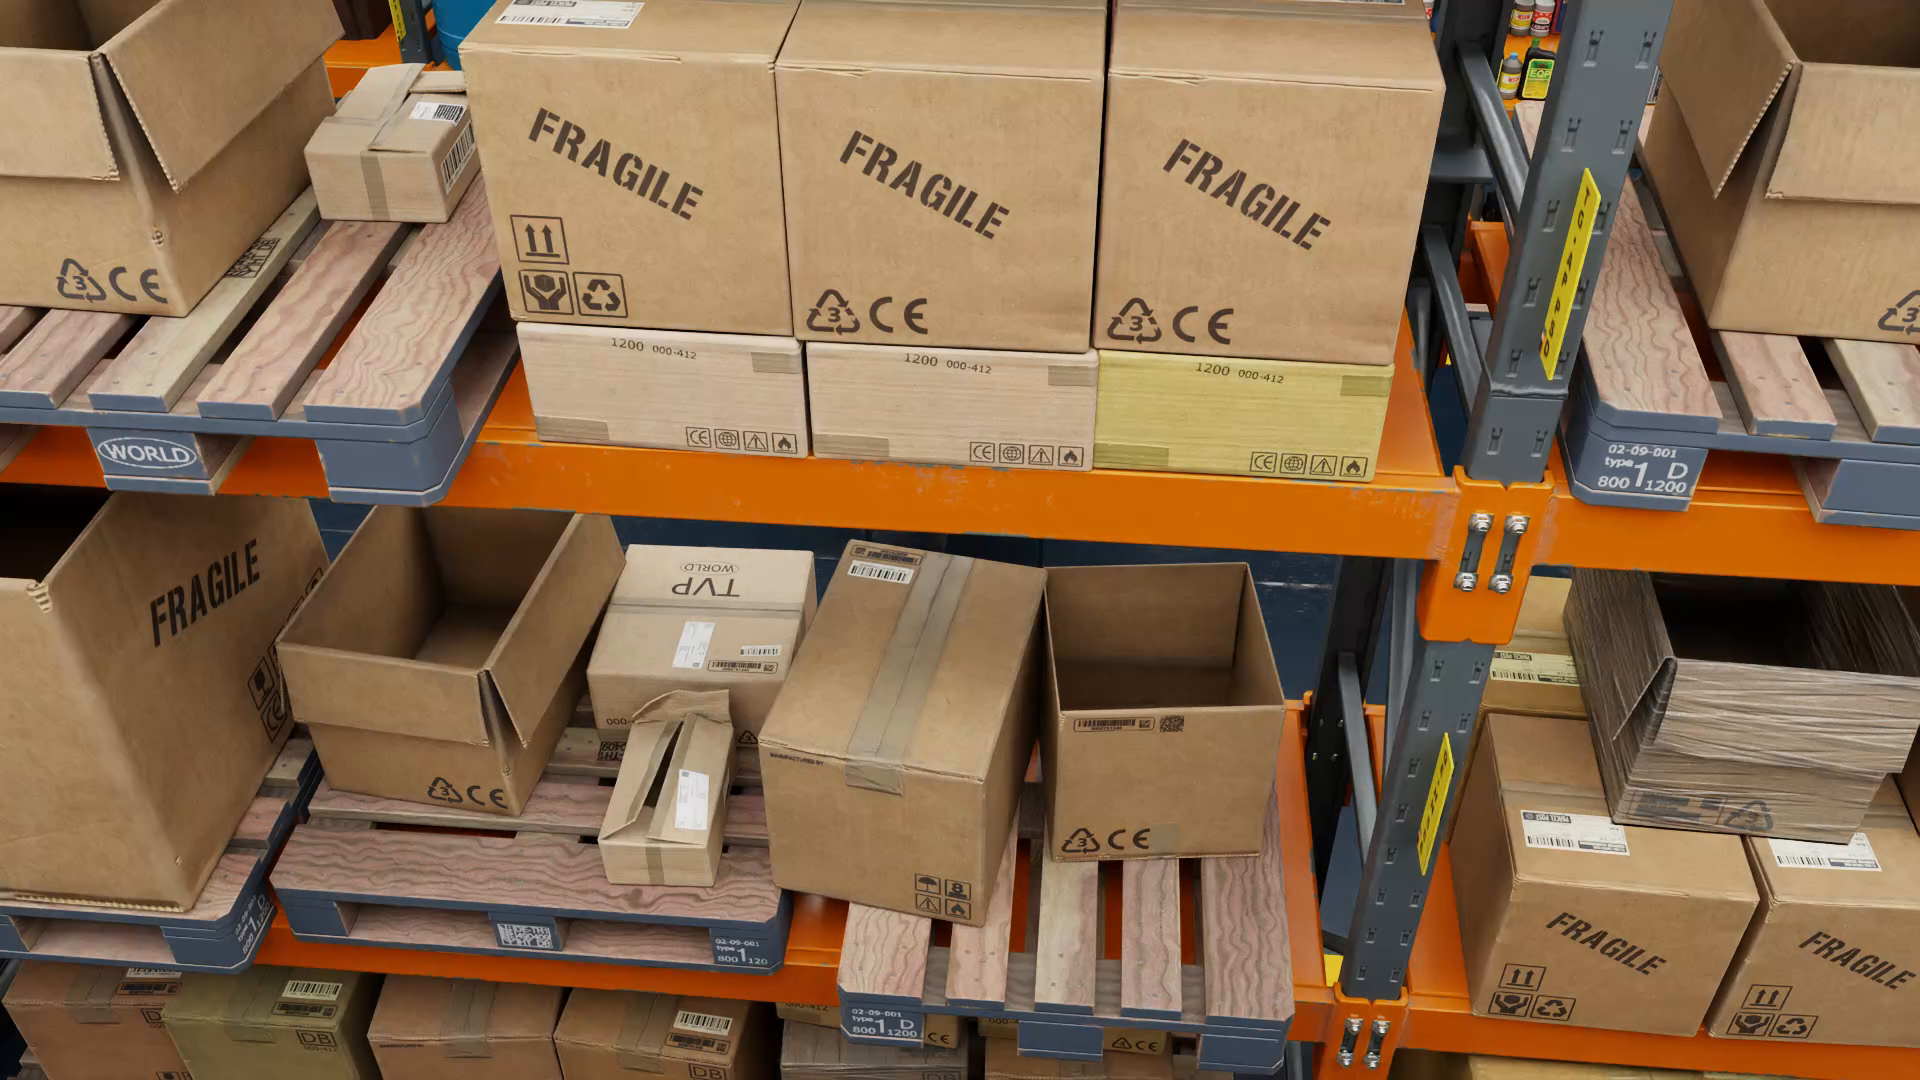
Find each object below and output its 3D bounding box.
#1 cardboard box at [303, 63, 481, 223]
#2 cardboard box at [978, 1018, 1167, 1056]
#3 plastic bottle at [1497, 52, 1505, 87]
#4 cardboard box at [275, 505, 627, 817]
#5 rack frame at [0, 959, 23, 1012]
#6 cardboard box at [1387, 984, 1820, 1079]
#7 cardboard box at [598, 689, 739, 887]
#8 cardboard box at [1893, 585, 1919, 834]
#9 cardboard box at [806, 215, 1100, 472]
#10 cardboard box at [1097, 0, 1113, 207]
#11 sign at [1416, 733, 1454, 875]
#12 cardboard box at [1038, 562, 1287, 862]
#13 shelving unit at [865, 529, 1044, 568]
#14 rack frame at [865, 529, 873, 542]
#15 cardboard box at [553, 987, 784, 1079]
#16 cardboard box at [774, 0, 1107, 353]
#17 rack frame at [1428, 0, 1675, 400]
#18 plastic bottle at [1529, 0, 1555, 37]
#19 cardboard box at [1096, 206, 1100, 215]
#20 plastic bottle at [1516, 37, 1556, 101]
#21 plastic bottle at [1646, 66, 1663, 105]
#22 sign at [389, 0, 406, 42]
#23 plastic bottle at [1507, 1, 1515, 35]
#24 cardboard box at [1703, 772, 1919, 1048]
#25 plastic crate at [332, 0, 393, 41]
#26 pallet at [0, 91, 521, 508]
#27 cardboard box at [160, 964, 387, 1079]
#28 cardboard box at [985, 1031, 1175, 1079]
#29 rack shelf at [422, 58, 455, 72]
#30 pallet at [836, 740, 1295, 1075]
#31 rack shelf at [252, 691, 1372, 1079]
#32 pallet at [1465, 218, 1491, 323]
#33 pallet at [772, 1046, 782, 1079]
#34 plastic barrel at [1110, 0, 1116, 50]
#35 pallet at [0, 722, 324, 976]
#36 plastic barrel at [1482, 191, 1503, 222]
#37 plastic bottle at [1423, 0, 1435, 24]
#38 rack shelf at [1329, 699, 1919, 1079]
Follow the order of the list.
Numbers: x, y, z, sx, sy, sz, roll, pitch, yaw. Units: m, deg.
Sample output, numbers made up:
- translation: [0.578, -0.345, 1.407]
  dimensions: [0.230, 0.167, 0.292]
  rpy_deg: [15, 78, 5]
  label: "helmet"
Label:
- translation: [-1.112, -0.803, 3.336]
  dimensions: [0.250, 0.166, 0.380]
  rpy_deg: [2, 39, 3]
  label: "cardboard box"
- translation: [0.326, 1.102, 4.558]
  dimensions: [0.500, 0.250, 0.500]
  rpy_deg: [5, 39, 6]
  label: "cardboard box"
- translation: [2.417, -2.170, 7.632]
  dimensions: [0.133, 0.283, 0.061]
  rpy_deg: [3, 39, 4]
  label: "plastic bottle"
- translation: [-1.254, 0.227, 4.180]
  dimensions: [0.637, 0.503, 0.797]
  rpy_deg: [7, 40, 8]
  label: "cardboard box"
- translation: [-2.989, 0.394, 4.390]
  dimensions: [0.127, 3.000, 1.000]
  rpy_deg: [3, 39, 4]
  label: "rack frame"
- translation: [1.682, 1.323, 4.598]
  dimensions: [0.875, 0.875, 1.225]
  rpy_deg: [1, 39, 2]
  label: "cardboard box"
- translation: [-0.688, 0.580, 3.935]
  dimensions: [0.258, 0.266, 0.396]
  rpy_deg: [2, 39, 3]
  label: "cardboard box"
- translation: [2.372, 0.271, 3.667]
  dimensions: [0.637, 0.503, 0.797]
  rpy_deg: [4, 39, 5]
  label: "cardboard box"
- translation: [0.006, -0.384, 3.088]
  dimensions: [0.500, 0.250, 0.500]
  rpy_deg: [3, 39, 4]
  label: "cardboard box"
- translation: [0.045, -1.002, 3.253]
  dimensions: [0.500, 0.500, 0.500]
  rpy_deg: [3, 39, 4]
  label: "cardboard box"
- translation: [0.959, 0.535, 3.362]
  dimensions: [0.005, 0.325, 0.100]
  rpy_deg: [3, 39, 4]
  label: "sign"
- translation: [0.455, 0.406, 3.964]
  dimensions: [0.500, 0.500, 0.500]
  rpy_deg: [-1, 39, -2]
  label: "cardboard box"
- translation: [-0.007, -0.582, 6.777]
  dimensions: [0.755, 1.500, 0.431]
  rpy_deg: [3, 39, 4]
  label: "shelving unit"
- translation: [-0.371, -0.602, 6.801]
  dimensions: [0.023, 1.500, 0.400]
  rpy_deg: [3, 39, 4]
  label: "rack frame"
- translation: [-0.792, 1.338, 4.862]
  dimensions: [0.500, 0.500, 0.700]
  rpy_deg: [6, 40, 8]
  label: "cardboard box"
- translation: [-0.012, -0.674, 2.851]
  dimensions: [0.500, 0.500, 0.500]
  rpy_deg: [3, 39, 4]
  label: "cardboard box"
- translation: [0.996, -1.715, 2.229]
  dimensions: [0.127, 3.000, 1.000]
  rpy_deg: [3, 39, 4]
  label: "rack frame"
- translation: [2.886, -2.605, 8.232]
  dimensions: [0.097, 0.201, 0.097]
  rpy_deg: [0, 39, 0]
  label: "plastic bottle"
- translation: [0.039, -0.708, 3.486]
  dimensions: [0.500, 0.250, 0.500]
  rpy_deg: [4, 39, 5]
  label: "cardboard box"
- translation: [2.647, -2.158, 7.617]
  dimensions: [0.133, 0.283, 0.061]
  rpy_deg: [3, 39, 4]
  label: "plastic bottle"
- translation: [3.209, -2.153, 7.617]
  dimensions: [0.135, 0.276, 0.152]
  rpy_deg: [3, 39, 4]
  label: "plastic bottle"
- translation: [-2.620, -2.483, 7.705]
  dimensions: [0.005, 0.325, 0.100]
  rpy_deg: [3, 39, 4]
  label: "sign"
- translation: [2.692, -2.616, 8.245]
  dimensions: [0.097, 0.201, 0.097]
  rpy_deg: [0, 39, 0]
  label: "plastic bottle"
- translation: [1.971, 0.797, 3.816]
  dimensions: [0.500, 0.500, 0.500]
  rpy_deg: [2, 39, 3]
  label: "cardboard box"
- translation: [-3.072, -2.806, 8.370]
  dimensions: [0.504, 0.338, 0.767]
  rpy_deg: [3, 39, 4]
  label: "plastic crate"
- translation: [-1.349, -0.542, 3.312]
  dimensions: [1.003, 0.211, 1.213]
  rpy_deg: [3, 39, 4]
  label: "pallet"
- translation: [-1.905, 1.277, 4.936]
  dimensions: [0.500, 0.500, 0.700]
  rpy_deg: [3, 39, 4]
  label: "cardboard box"
- translation: [0.327, 1.386, 4.802]
  dimensions: [0.500, 0.500, 0.700]
  rpy_deg: [1, 39, 1]
  label: "cardboard box"
- translation: [-0.569, -2.333, 8.310]
  dimensions: [4.000, 0.370, 1.077]
  rpy_deg: [3, 39, 4]
  label: "rack shelf"
- translation: [0.277, 0.714, 4.148]
  dimensions: [1.003, 0.211, 1.213]
  rpy_deg: [3, 39, 4]
  label: "pallet"
- translation: [-0.996, 0.782, 4.483]
  dimensions: [4.000, 0.370, 1.077]
  rpy_deg: [3, 39, 4]
  label: "rack shelf"
- translation: [2.213, -1.405, 8.809]
  dimensions: [1.213, 0.211, 1.003]
  rpy_deg: [3, 39, 4]
  label: "pallet"
- translation: [-0.994, 1.581, 5.140]
  dimensions: [1.213, 0.211, 1.003]
  rpy_deg: [3, 39, 4]
  label: "pallet"
- translation: [0.935, -2.391, 7.704]
  dimensions: [0.708, 0.536, 0.600]
  rpy_deg: [3, 39, 4]
  label: "plastic barrel"
- translation: [-2.240, 0.601, 4.287]
  dimensions: [1.213, 0.211, 1.003]
  rpy_deg: [3, 39, 4]
  label: "pallet"
- translation: [3.038, -1.654, 8.483]
  dimensions: [0.708, 0.588, 0.600]
  rpy_deg: [3, 39, 4]
  label: "plastic barrel"
- translation: [2.304, -2.637, 8.271]
  dimensions: [0.097, 0.201, 0.097]
  rpy_deg: [0, 39, 0]
  label: "plastic bottle"
- translation: [2.989, 0.999, 4.216]
  dimensions: [4.000, 0.370, 1.077]
  rpy_deg: [3, 39, 4]
  label: "rack shelf"
